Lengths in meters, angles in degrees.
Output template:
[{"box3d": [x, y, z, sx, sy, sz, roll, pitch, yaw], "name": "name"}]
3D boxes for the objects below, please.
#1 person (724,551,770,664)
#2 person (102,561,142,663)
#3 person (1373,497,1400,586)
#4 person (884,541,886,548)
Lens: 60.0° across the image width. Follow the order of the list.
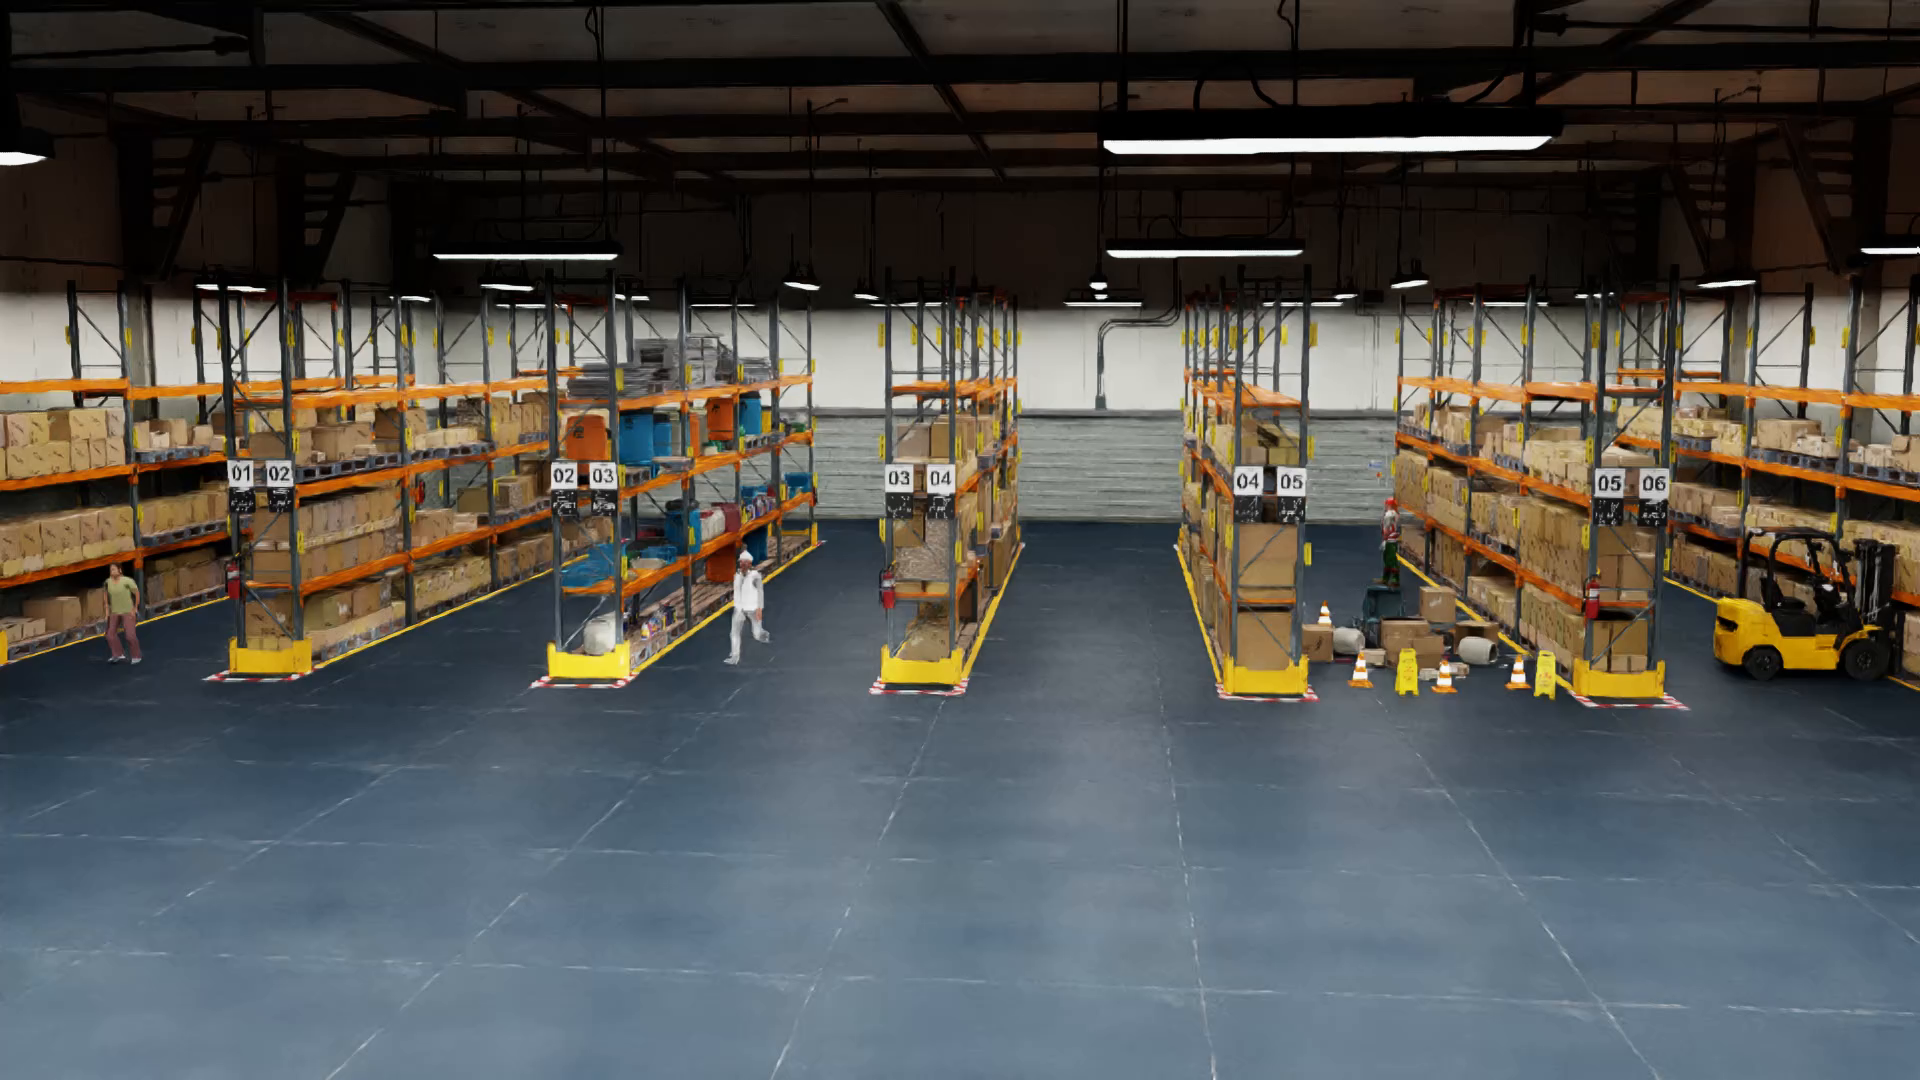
[{"box3d": [-3.255, 1.029, 25.699, 0.560, 1.736, 0.928, 3, 7, 21], "name": "person"}, {"box3d": [-12.894, 1.105, 25.591, 0.598, 1.618, 0.503, 0, 7, 2], "name": "person"}, {"box3d": [8.659, 0.018, 33.667, 0.581, 1.785, 0.664, 3, 8, 25], "name": "person"}, {"box3d": [-1.334, 0.074, 34.382, 0.566, 1.541, 0.519, 0, 7, 2], "name": "person"}]
